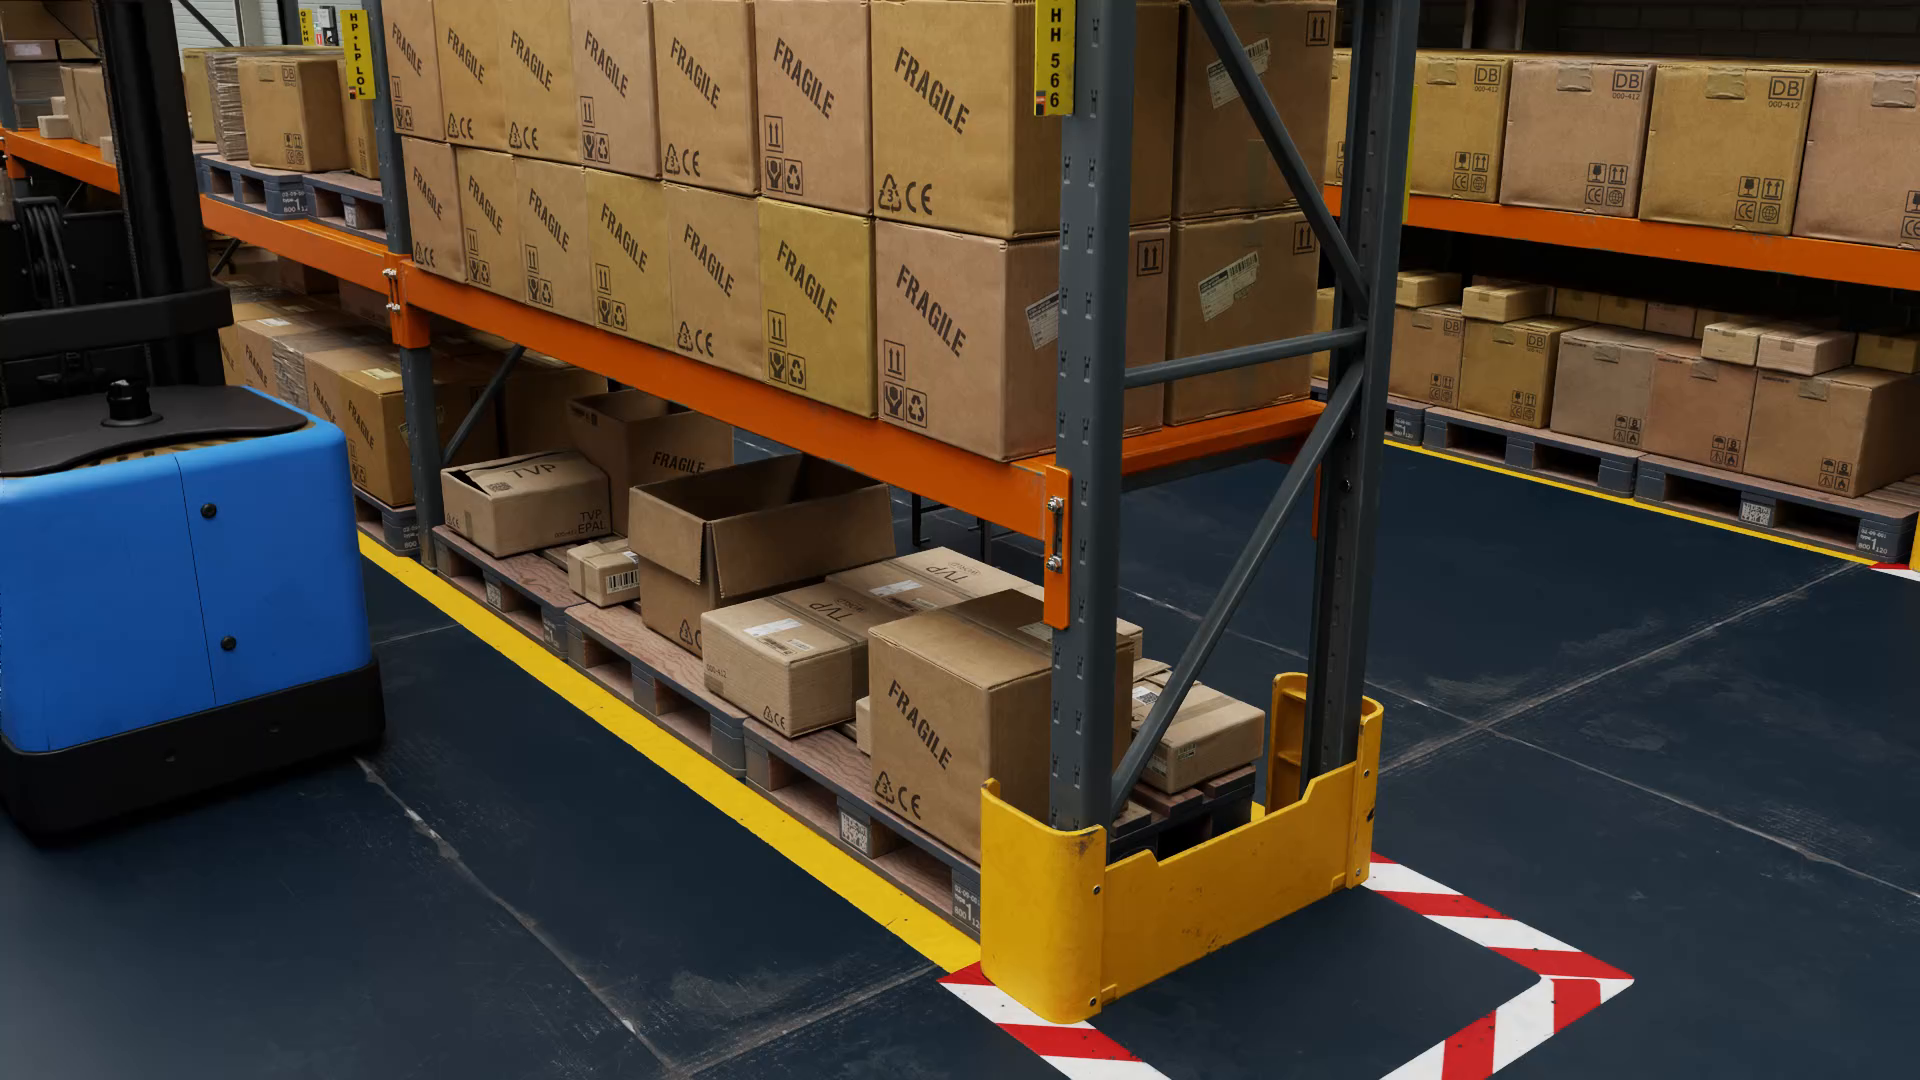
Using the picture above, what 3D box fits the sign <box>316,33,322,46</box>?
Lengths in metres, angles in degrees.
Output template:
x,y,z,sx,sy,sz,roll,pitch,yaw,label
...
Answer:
x,y,z,sx,sy,sz,roll,pitch,yaw,label
-9.797,-7.587,25.446,0.001,0.329,0.234,-14,23,-36,sign

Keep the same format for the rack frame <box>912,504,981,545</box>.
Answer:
x,y,z,sx,sy,sz,roll,pitch,yaw,label
-0.049,-1.016,7.091,0.400,2.100,0.015,-14,23,-36,rack frame

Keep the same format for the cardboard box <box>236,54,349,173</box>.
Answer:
x,y,z,sx,sy,sz,roll,pitch,yaw,label
-2.993,-2.068,8.008,0.500,0.500,0.700,13,23,35,cardboard box

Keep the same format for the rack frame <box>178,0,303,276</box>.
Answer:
x,y,z,sx,sy,sz,roll,pitch,yaw,label
-4.331,-2.383,9.788,1.000,3.000,0.127,-14,23,-36,rack frame

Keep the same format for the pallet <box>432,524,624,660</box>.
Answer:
x,y,z,sx,sy,sz,roll,pitch,yaw,label
-1.422,0.096,6.738,1.003,0.211,1.213,-14,23,-36,pallet

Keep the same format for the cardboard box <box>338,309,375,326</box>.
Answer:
x,y,z,sx,sy,sz,roll,pitch,yaw,label
-2.915,-0.965,8.782,0.500,0.500,0.500,-15,24,-38,cardboard box

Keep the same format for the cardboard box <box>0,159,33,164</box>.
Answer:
x,y,z,sx,sy,sz,roll,pitch,yaw,label
-7.889,-2.938,13.978,0.500,0.500,0.500,-14,23,-36,cardboard box

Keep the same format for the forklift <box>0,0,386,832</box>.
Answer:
x,y,z,sx,sy,sz,roll,pitch,yaw,label
-3.196,-0.953,5.577,1.130,2.935,3.031,-16,24,-40,forklift

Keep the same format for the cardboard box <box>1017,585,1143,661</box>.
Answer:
x,y,z,sx,sy,sz,roll,pitch,yaw,label
0.210,0.372,5.142,0.500,0.250,0.500,-14,23,-36,cardboard box

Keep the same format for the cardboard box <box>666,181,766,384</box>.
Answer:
x,y,z,sx,sy,sz,roll,pitch,yaw,label
-0.486,-0.768,4.750,0.500,0.500,0.500,-14,23,-36,cardboard box

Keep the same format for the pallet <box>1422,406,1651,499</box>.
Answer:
x,y,z,sx,sy,sz,roll,pitch,yaw,label
3.206,-0.538,8.652,1.003,0.211,1.213,-14,23,-36,pallet

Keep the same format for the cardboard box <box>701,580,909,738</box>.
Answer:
x,y,z,sx,sy,sz,roll,pitch,yaw,label
-0.461,0.359,5.182,0.500,0.250,0.500,-14,23,-36,cardboard box

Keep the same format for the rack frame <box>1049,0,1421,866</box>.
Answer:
x,y,z,sx,sy,sz,roll,pitch,yaw,label
0.636,-0.412,3.835,1.000,3.000,0.127,-14,23,-36,rack frame

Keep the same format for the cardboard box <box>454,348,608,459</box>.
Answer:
x,y,z,sx,sy,sz,roll,pitch,yaw,label
-1.957,-0.587,7.639,0.500,0.500,0.500,-15,24,-39,cardboard box

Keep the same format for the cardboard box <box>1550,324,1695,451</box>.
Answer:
x,y,z,sx,sy,sz,roll,pitch,yaw,label
3.380,-0.792,8.292,0.700,0.500,0.500,-15,23,-38,cardboard box

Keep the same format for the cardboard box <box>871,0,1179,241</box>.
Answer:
x,y,z,sx,sy,sz,roll,pitch,yaw,label
0.144,-0.990,3.831,0.500,0.500,0.500,-14,23,-37,cardboard box

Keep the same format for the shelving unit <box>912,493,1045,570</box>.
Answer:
x,y,z,sx,sy,sz,roll,pitch,yaw,label
0.103,-0.956,6.909,0.431,2.100,0.503,-14,23,-36,shelving unit

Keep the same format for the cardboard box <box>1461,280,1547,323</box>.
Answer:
x,y,z,sx,sy,sz,roll,pitch,yaw,label
2.811,-1.233,8.591,0.380,0.149,0.250,-15,23,-38,cardboard box

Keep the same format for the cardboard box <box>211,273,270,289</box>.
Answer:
x,y,z,sx,sy,sz,roll,pitch,yaw,label
-4.273,-1.237,9.604,0.500,0.500,0.500,-13,22,-34,cardboard box

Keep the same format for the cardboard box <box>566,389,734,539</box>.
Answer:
x,y,z,sx,sy,sz,roll,pitch,yaw,label
-1.271,-0.335,6.878,0.500,0.500,0.500,-14,23,-36,cardboard box

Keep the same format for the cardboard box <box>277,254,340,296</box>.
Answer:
x,y,z,sx,sy,sz,roll,pitch,yaw,label
-3.528,-1.564,9.397,0.500,0.250,0.500,-13,22,-34,cardboard box

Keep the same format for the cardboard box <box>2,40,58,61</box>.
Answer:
x,y,z,sx,sy,sz,roll,pitch,yaw,label
-7.152,-3.749,12.723,0.380,0.149,0.250,-14,23,-36,cardboard box

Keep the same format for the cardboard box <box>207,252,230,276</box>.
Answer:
x,y,z,sx,sy,sz,roll,pitch,yaw,label
-4.849,-1.624,10.311,0.500,0.311,0.500,-13,22,-35,cardboard box

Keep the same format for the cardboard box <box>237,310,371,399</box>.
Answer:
x,y,z,sx,sy,sz,roll,pitch,yaw,label
-3.308,-0.857,8.457,0.500,0.500,0.500,-15,23,-38,cardboard box

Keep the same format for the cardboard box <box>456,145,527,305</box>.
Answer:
x,y,z,sx,sy,sz,roll,pitch,yaw,label
-1.424,-1.141,5.876,0.500,0.500,0.500,-13,23,-35,cardboard box

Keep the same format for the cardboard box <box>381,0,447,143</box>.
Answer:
x,y,z,sx,sy,sz,roll,pitch,yaw,label
-1.776,-1.749,6.122,0.500,0.500,0.500,-13,22,-35,cardboard box

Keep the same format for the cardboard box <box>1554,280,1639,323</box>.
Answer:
x,y,z,sx,sy,sz,roll,pitch,yaw,label
3.293,-1.236,8.600,0.380,0.149,0.250,-14,23,-37,cardboard box

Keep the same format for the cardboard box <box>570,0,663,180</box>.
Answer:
x,y,z,sx,sy,sz,roll,pitch,yaw,label
-0.815,-1.368,4.972,0.500,0.500,0.500,-13,22,-34,cardboard box

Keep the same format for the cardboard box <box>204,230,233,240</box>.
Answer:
x,y,z,sx,sy,sz,roll,pitch,yaw,label
-5.074,-1.984,11.396,0.500,0.311,0.500,-15,23,-38,cardboard box

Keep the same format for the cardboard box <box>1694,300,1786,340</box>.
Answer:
x,y,z,sx,sy,sz,roll,pitch,yaw,label
3.768,-1.048,8.032,0.380,0.149,0.250,-14,23,-36,cardboard box

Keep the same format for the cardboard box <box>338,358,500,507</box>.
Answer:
x,y,z,sx,sy,sz,roll,pitch,yaw,label
-2.379,-0.485,7.333,0.500,0.500,0.500,-14,23,-36,cardboard box

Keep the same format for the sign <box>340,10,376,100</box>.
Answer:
x,y,z,sx,sy,sz,roll,pitch,yaw,label
-2.280,-1.838,6.299,0.100,0.325,0.005,-14,23,-36,sign

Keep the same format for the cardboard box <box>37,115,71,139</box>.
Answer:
x,y,z,sx,sy,sz,roll,pitch,yaw,label
-6.425,-2.991,12.024,0.380,0.149,0.250,-14,23,-36,cardboard box

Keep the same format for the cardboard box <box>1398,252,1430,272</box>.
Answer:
x,y,z,sx,sy,sz,roll,pitch,yaw,label
2.483,-1.556,9.567,0.380,0.149,0.250,-14,23,-36,cardboard box

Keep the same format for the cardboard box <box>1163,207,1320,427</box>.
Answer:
x,y,z,sx,sy,sz,roll,pitch,yaw,label
0.567,-0.620,4.305,0.500,0.500,0.500,-13,23,-35,cardboard box

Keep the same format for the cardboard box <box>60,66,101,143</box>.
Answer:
x,y,z,sx,sy,sz,roll,pitch,yaw,label
-6.024,-3.094,11.776,0.500,0.500,0.500,-12,22,-32,cardboard box

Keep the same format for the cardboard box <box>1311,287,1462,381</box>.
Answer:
x,y,z,sx,sy,sz,roll,pitch,yaw,label
2.417,-1.174,9.444,0.700,0.500,0.500,-14,23,-35,cardboard box

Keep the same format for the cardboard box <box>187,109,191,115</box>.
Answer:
x,y,z,sx,sy,sz,roll,pitch,yaw,label
-4.735,-2.599,10.582,0.500,0.311,0.500,-14,23,-37,cardboard box

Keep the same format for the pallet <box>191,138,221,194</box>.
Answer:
x,y,z,sx,sy,sz,roll,pitch,yaw,label
-3.855,-2.139,9.355,1.213,0.211,1.003,-14,23,-36,pallet

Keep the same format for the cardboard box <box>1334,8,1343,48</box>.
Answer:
x,y,z,sx,sy,sz,roll,pitch,yaw,label
1.952,-3.084,10.046,0.500,0.250,0.500,-13,22,-34,cardboard box

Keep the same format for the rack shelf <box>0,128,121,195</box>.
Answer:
x,y,z,sx,sy,sz,roll,pitch,yaw,label
-5.573,-2.535,11.389,1.077,0.370,4.000,-14,23,-36,rack shelf

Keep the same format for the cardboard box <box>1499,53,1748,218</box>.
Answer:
x,y,z,sx,sy,sz,roll,pitch,yaw,label
3.266,-2.013,8.191,0.980,0.700,0.700,-15,24,-39,cardboard box

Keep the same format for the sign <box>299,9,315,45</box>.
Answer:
x,y,z,sx,sy,sz,roll,pitch,yaw,label
-3.912,-3.004,9.945,0.100,0.325,0.005,-14,23,-36,sign

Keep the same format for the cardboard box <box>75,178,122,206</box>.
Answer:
x,y,z,sx,sy,sz,roll,pitch,yaw,label
-6.857,-2.794,13.542,0.500,0.500,0.500,-14,23,-36,cardboard box

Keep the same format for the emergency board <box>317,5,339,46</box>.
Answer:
x,y,z,sx,sy,sz,roll,pitch,yaw,label
-9.535,-7.413,24.979,0.194,1.169,0.643,-14,23,-36,emergency board

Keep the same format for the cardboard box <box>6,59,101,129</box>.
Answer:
x,y,z,sx,sy,sz,roll,pitch,yaw,label
-7.095,-3.524,13.075,0.700,0.500,0.500,-15,23,-38,cardboard box

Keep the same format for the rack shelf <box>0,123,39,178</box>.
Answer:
x,y,z,sx,sy,sz,roll,pitch,yaw,label
-8.057,-3.520,14.366,1.077,0.370,4.000,-14,23,-36,rack shelf
